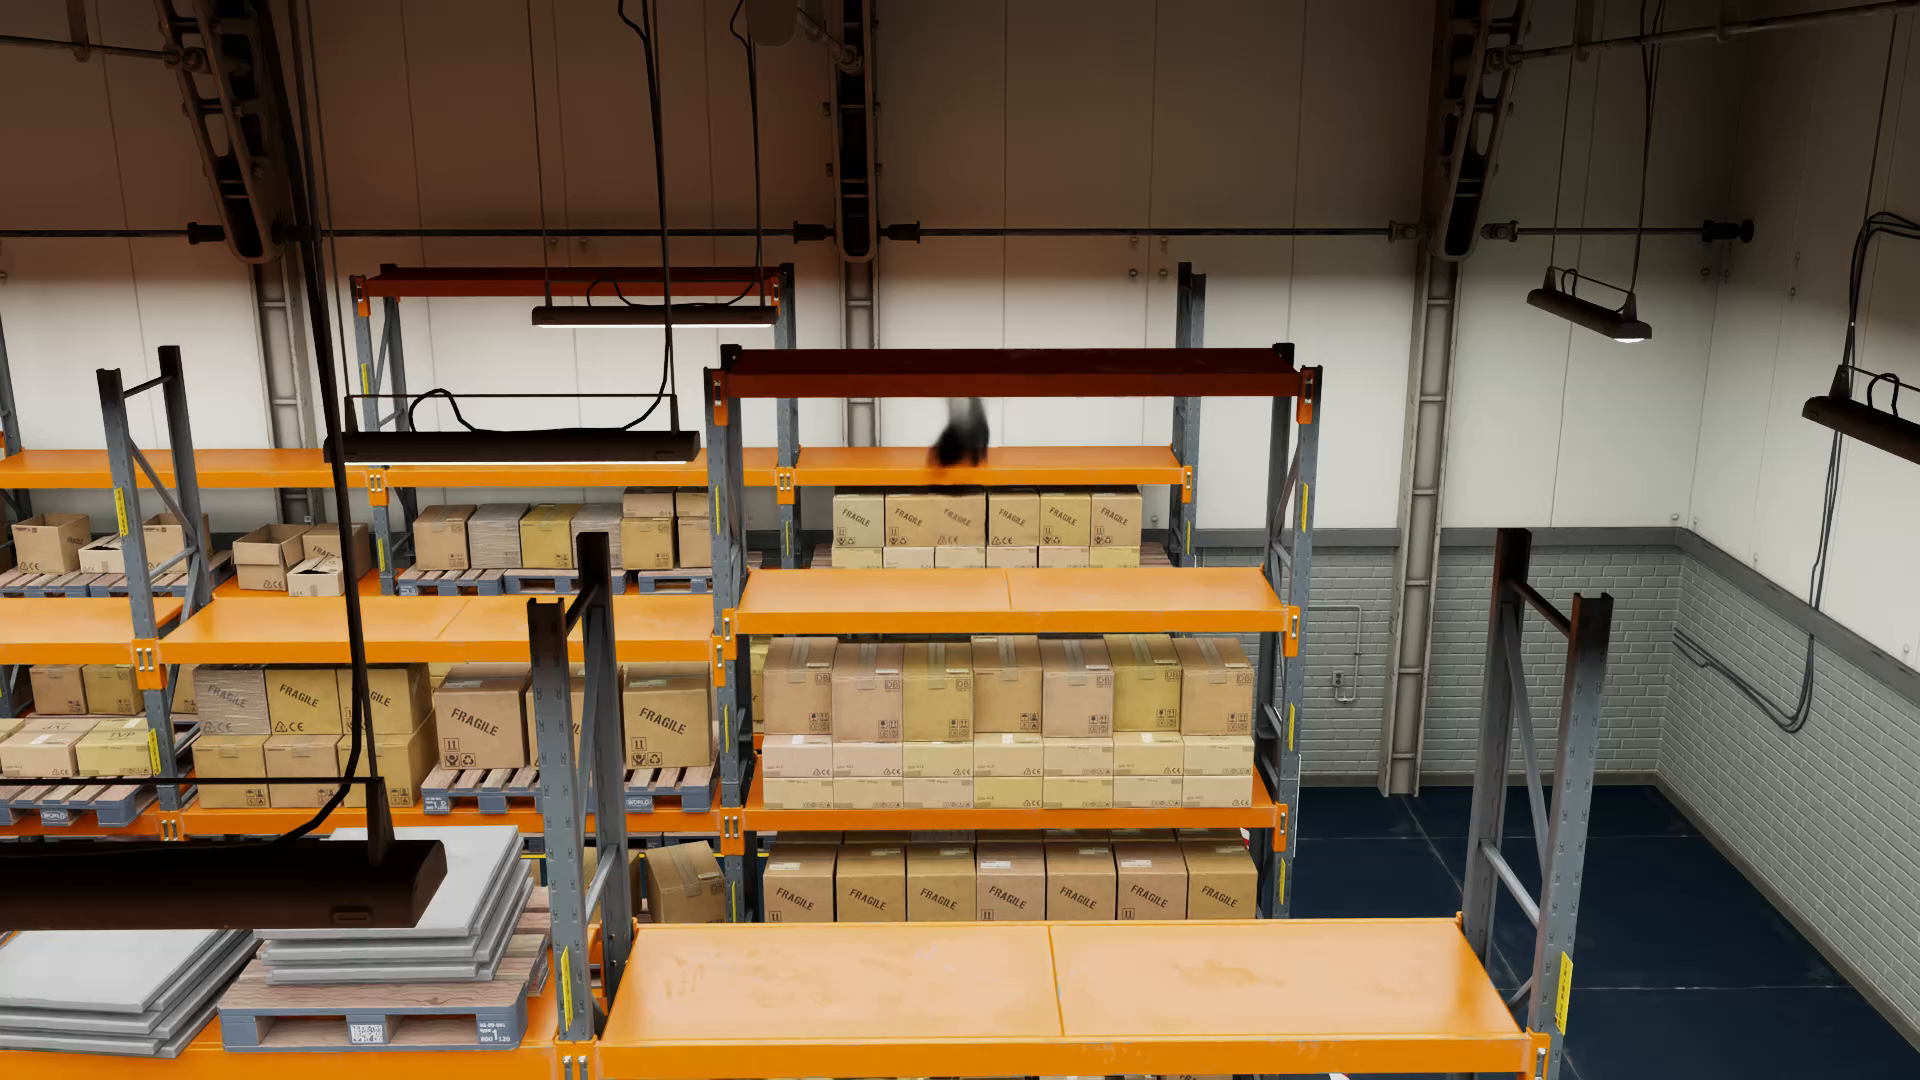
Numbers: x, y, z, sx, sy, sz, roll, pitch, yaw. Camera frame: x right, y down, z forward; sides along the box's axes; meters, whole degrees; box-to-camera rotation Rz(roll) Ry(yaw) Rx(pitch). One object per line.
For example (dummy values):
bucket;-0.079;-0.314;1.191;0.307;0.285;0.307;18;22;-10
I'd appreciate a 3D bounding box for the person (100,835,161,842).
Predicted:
person;-7.369;3.140;14.646;0.827;1.722;0.704;2;16;6
